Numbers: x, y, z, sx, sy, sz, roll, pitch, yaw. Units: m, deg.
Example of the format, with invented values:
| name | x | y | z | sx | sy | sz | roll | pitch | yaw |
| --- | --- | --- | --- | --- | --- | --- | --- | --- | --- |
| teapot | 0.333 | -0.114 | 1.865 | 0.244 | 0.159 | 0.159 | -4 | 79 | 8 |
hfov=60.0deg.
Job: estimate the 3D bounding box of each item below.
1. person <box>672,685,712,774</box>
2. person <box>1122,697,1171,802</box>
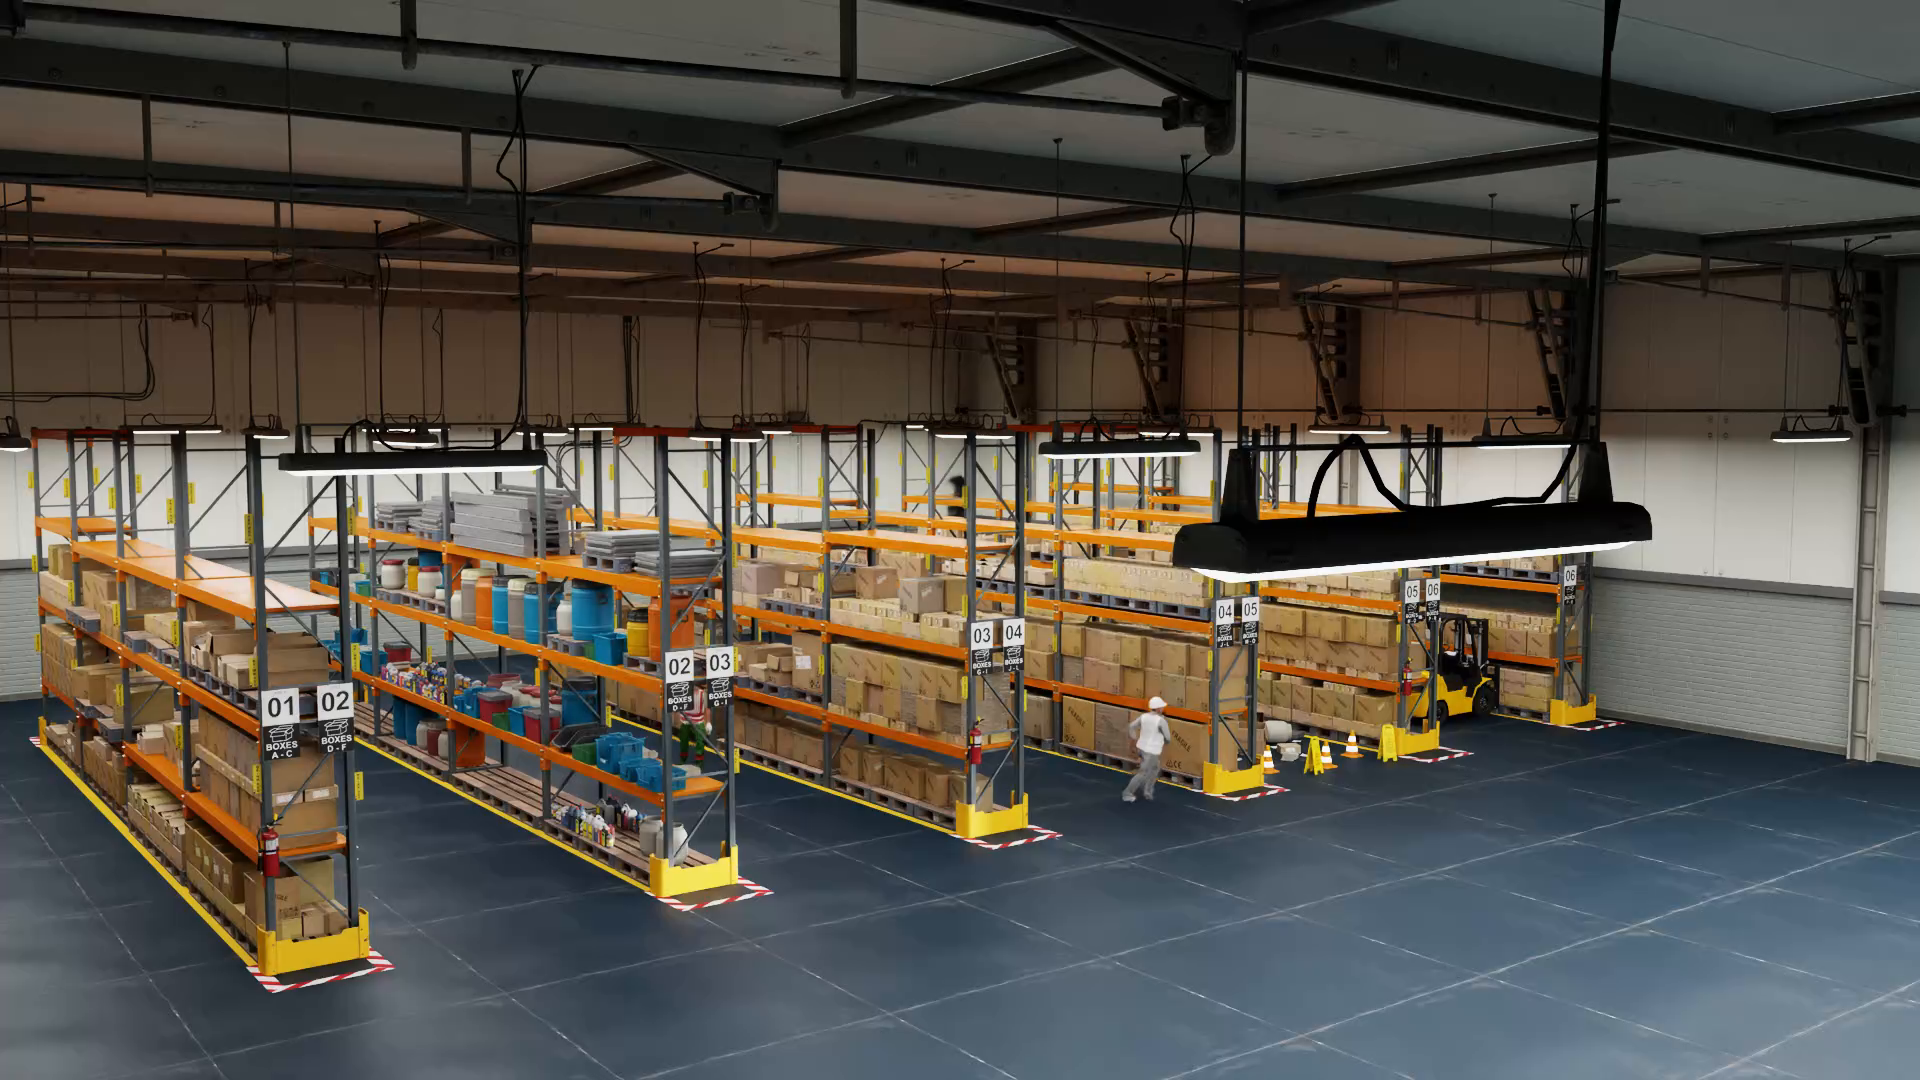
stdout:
| name | x | y | z | sx | sy | sz | roll | pitch | yaw |
| --- | --- | --- | --- | --- | --- | --- | --- | --- | --- |
| person | -4.679 | 3.195 | 28.815 | 0.750 | 1.779 | 0.766 | -1 | 5 | -7 |
| person | 2.987 | 3.394 | 26.555 | 0.748 | 1.794 | 0.707 | -2 | 5 | -27 |
